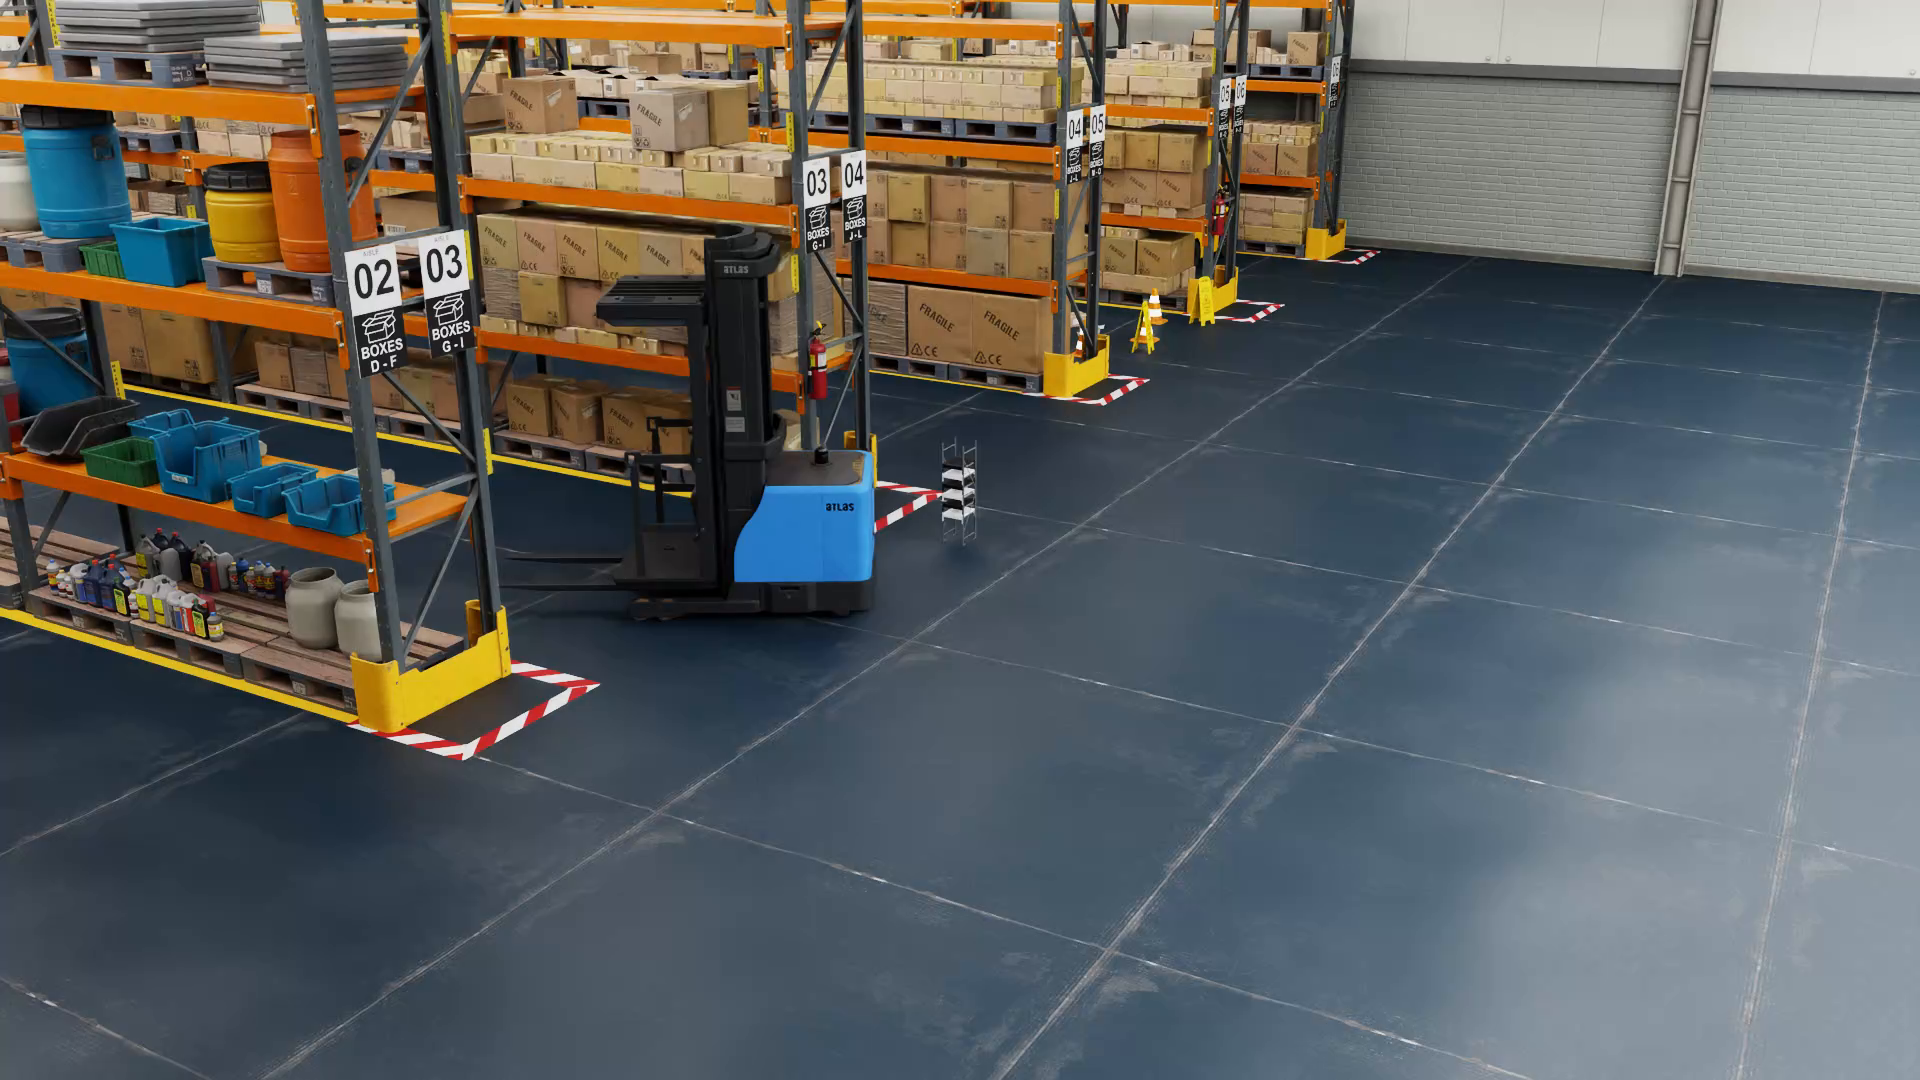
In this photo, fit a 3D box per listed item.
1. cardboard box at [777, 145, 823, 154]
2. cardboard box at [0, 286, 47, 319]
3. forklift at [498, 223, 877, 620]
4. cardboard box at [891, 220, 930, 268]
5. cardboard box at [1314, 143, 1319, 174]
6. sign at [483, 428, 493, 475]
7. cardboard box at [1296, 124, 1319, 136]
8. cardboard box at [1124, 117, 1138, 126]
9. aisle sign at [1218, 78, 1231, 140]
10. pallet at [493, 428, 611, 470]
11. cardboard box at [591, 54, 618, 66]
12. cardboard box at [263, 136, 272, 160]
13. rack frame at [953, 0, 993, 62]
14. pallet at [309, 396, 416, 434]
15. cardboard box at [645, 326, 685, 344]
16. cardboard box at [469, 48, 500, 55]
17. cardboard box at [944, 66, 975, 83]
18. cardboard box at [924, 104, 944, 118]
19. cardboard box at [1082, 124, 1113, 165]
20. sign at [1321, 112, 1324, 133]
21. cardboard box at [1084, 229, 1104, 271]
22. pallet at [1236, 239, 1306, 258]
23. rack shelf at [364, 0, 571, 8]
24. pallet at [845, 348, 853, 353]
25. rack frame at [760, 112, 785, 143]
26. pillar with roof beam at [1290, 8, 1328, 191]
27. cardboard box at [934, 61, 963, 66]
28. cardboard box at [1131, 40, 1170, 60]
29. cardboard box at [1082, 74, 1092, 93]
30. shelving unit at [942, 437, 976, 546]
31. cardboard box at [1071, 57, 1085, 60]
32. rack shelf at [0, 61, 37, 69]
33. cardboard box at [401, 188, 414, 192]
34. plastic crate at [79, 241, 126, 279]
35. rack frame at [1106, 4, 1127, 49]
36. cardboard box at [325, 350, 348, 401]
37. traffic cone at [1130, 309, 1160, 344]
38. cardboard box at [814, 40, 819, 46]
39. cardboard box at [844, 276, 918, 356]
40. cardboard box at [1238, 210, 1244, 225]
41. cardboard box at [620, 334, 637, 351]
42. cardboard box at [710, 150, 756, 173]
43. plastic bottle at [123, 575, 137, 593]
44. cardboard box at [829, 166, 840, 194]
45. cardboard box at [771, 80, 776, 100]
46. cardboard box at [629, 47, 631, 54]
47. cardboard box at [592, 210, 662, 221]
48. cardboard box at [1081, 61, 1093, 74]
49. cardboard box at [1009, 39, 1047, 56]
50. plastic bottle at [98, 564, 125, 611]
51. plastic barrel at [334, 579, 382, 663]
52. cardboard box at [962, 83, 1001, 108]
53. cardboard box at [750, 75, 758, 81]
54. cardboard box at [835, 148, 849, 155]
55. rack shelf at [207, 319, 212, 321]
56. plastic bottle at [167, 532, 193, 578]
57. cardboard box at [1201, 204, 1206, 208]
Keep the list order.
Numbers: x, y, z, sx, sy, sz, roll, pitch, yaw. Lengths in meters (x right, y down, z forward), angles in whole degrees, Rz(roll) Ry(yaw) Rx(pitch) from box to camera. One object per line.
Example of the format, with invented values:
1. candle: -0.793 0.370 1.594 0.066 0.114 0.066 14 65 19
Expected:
1. cardboard box: -1.456 -3.503 15.156 0.250 0.149 0.380 11 23 28
2. cardboard box: -11.057 -2.883 20.711 0.875 0.875 1.225 11 23 27
3. forklift: -2.201 -0.934 12.938 3.031 2.935 1.130 0 20 -1
4. cardboard box: -0.390 -3.659 20.130 0.500 0.550 0.875 11 23 27
5. cardboard box: 5.804 -6.430 27.842 0.500 0.500 0.500 12 23 29
6. sign: -3.293 -0.608 11.533 0.005 0.325 0.100 11 23 27
7. cardboard box: 5.685 -6.706 27.217 0.250 0.149 0.380 11 23 27
8. cardboard box: 3.024 -7.222 28.639 0.250 0.149 0.380 11 23 28
9. aisle sign: 3.596 -5.865 22.619 0.004 0.787 0.394 11 23 27
10. pallet: -4.038 -1.042 17.226 1.213 0.211 1.003 11 23 27
11. cardboard box: -5.859 -7.918 27.420 0.250 0.166 0.380 9 22 24
12. cardboard box: -6.946 -4.137 17.490 0.500 0.250 0.500 11 23 28
13. rack frame: 0.191 -8.225 24.140 0.127 3.000 1.000 11 23 27
14. pallet: -6.391 -1.475 18.419 1.213 0.211 1.003 11 23 27
15. cardboard box: -2.527 -2.219 15.798 0.500 0.500 0.875 11 23 27
16. cardboard box: -6.537 -6.662 22.961 0.258 0.266 0.396 11 23 27
17. cardboard box: 0.013 -5.284 18.869 0.250 0.149 0.380 11 23 28
18. cardboard box: -0.207 -4.951 19.120 0.250 0.149 0.380 11 23 28
19. cardboard box: 1.830 -5.681 23.876 0.500 0.500 0.700 11 22 27
20. sign: 5.824 -6.714 26.727 0.005 0.325 0.100 11 23 27
21. cardboard box: 1.962 -4.224 24.225 0.500 0.500 0.500 10 22 26
22. pallet: 5.413 -5.021 28.196 1.213 0.211 1.003 11 23 27
23. rack shelf: -8.539 -9.361 28.915 4.000 0.370 1.077 11 23 27
24. pallet: -1.509 -2.453 21.117 1.213 0.211 1.003 11 23 27
25. rack frame: -2.134 -3.914 21.054 0.127 3.000 1.000 11 23 27
26. pillar with roof beam: 3.833 -8.140 23.907 0.400 9.000 9.100 11 23 27
27. cardboard box: -0.111 -5.564 19.642 0.250 0.149 0.380 11 23 28
28. cardboard box: 3.216 -8.284 28.072 0.500 0.311 0.500 11 23 28
29. cardboard box: 1.770 -6.476 23.501 0.500 0.250 0.500 11 23 28
30. shelving unit: -0.007 -0.424 14.513 0.210 0.900 0.258 11 23 27
31. cardboard box: 1.740 -6.888 24.052 0.250 0.149 0.380 11 23 28
32. rack shelf: -8.803 -3.606 13.049 4.000 0.370 1.077 11 23 27
33. cardboard box: -7.633 -5.002 23.369 0.250 0.149 0.380 10 22 26
34. plastic crate: -5.812 -1.947 11.543 0.450 0.188 0.336 11 23 27
35. rack frame: 2.609 -9.703 28.215 0.127 3.000 1.000 11 23 27
36. cardboard box: -6.550 -1.865 18.426 0.500 0.500 0.700 13 24 32
37. traffic cone: 2.434 -2.847 21.833 0.334 0.463 0.336 11 23 27
38. cardboard box: -2.702 -9.479 31.602 0.250 0.149 0.380 11 23 28
39. cardboard box: -0.831 -2.838 20.589 0.875 0.875 0.875 11 23 28
40. cardboard box: 4.630 -5.511 28.141 0.500 0.250 0.500 10 22 26
41. cardboard box: -3.044 -1.937 15.973 0.250 0.149 0.380 11 23 27
42. cardboard box: -2.006 -3.360 14.764 0.250 0.149 0.380 10 22 25
43. plastic bottle: -6.243 0.399 12.521 0.097 0.271 0.097 0 20 0
44. cardboard box: -1.444 -3.286 15.143 0.500 0.250 0.500 12 23 29
45. cardboard box: -2.540 -5.680 20.958 0.396 0.266 0.258 10 22 26
46. cardboard box: -6.411 -9.764 33.151 0.250 0.149 0.380 11 23 27
47. cardboard box: -3.241 -2.952 16.353 0.500 0.500 0.500 11 23 27
48. cardboard box: 1.889 -6.619 23.312 0.250 0.149 0.380 11 23 29
49. cardboard box: 1.188 -8.671 29.137 0.500 0.311 0.500 10 22 25
50. plastic bottle: -6.390 0.348 12.544 0.185 0.351 0.144 10 22 25
51. plastic barrel: -4.177 0.571 11.723 0.421 0.512 0.421 0 20 0
52. cardboard box: 0.358 -5.054 18.820 0.500 0.250 0.500 11 23 27
53. cardboard box: -3.109 -7.259 26.244 0.250 0.149 0.380 11 23 27
54. cardboard box: -1.663 -6.054 25.754 0.500 0.500 0.500 10 22 25
55. rack shelf: -9.880 -3.114 19.903 4.000 0.370 1.077 11 23 27
56. plastic bottle: -6.187 0.112 13.195 0.185 0.351 0.144 10 22 25
57. cardboard box: 3.488 -4.739 23.697 0.250 0.149 0.380 11 23 28
